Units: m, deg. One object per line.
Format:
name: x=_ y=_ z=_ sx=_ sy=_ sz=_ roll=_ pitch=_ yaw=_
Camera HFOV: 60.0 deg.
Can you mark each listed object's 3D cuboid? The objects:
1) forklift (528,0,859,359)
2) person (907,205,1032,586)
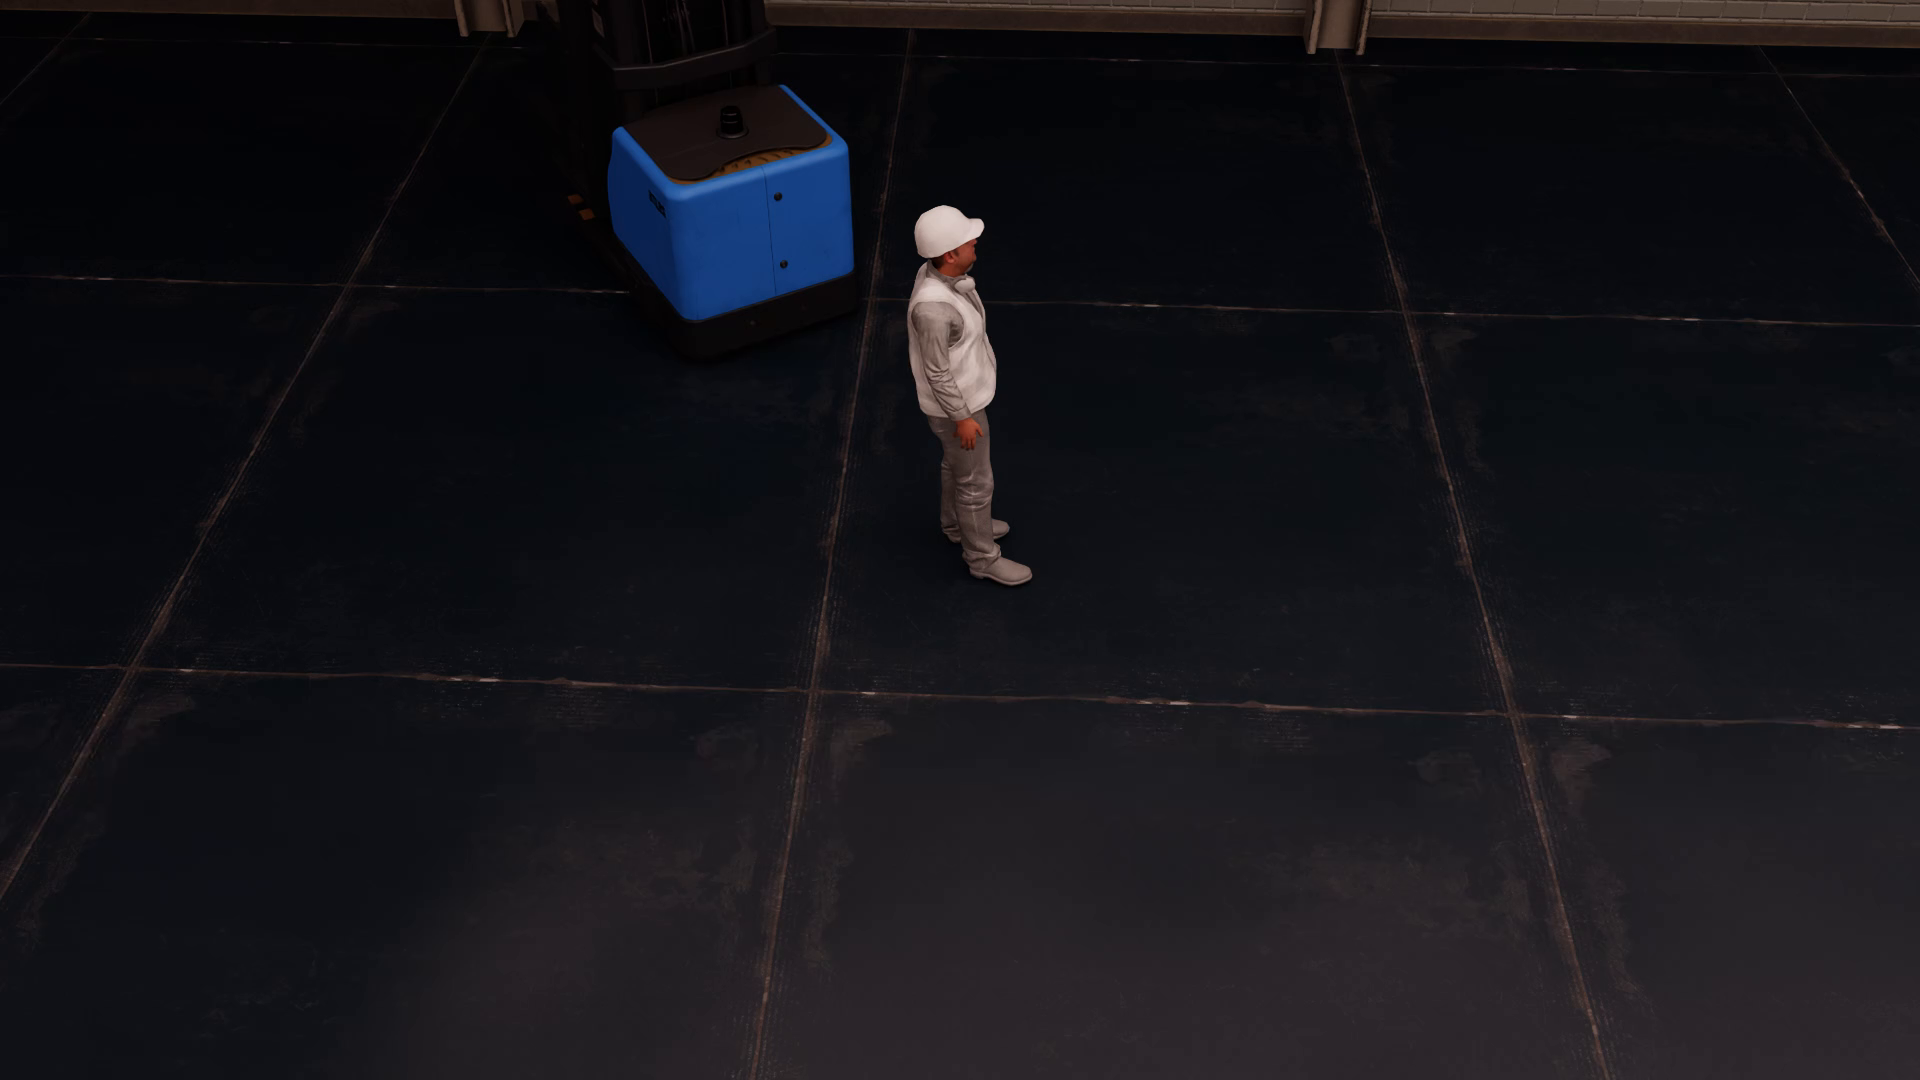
forklift: x=-1.736 y=-3.026 z=9.057 sx=1.130 sy=2.935 sz=3.031 roll=-21 pitch=47 yaw=-22
person: x=0.063 y=-0.654 z=7.305 sx=0.566 sy=1.775 sz=0.634 roll=2 pitch=42 yaw=2
